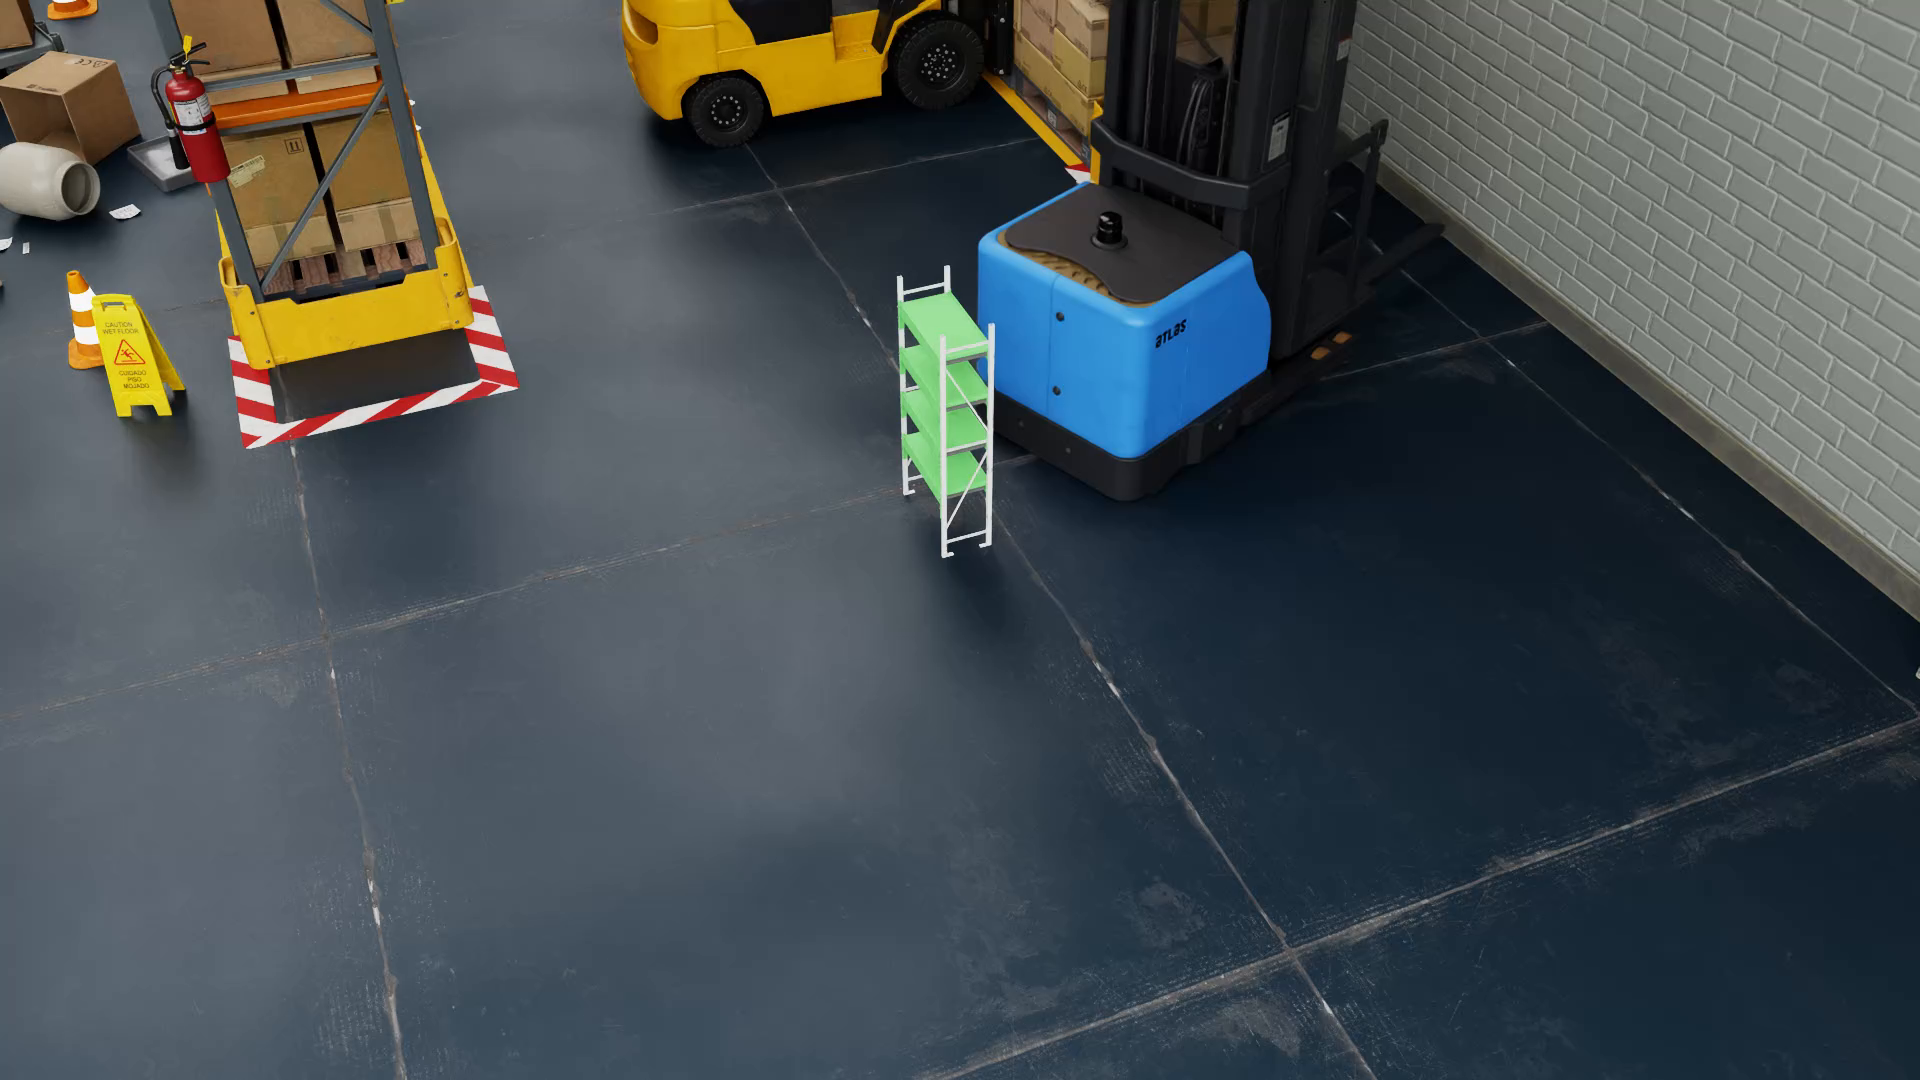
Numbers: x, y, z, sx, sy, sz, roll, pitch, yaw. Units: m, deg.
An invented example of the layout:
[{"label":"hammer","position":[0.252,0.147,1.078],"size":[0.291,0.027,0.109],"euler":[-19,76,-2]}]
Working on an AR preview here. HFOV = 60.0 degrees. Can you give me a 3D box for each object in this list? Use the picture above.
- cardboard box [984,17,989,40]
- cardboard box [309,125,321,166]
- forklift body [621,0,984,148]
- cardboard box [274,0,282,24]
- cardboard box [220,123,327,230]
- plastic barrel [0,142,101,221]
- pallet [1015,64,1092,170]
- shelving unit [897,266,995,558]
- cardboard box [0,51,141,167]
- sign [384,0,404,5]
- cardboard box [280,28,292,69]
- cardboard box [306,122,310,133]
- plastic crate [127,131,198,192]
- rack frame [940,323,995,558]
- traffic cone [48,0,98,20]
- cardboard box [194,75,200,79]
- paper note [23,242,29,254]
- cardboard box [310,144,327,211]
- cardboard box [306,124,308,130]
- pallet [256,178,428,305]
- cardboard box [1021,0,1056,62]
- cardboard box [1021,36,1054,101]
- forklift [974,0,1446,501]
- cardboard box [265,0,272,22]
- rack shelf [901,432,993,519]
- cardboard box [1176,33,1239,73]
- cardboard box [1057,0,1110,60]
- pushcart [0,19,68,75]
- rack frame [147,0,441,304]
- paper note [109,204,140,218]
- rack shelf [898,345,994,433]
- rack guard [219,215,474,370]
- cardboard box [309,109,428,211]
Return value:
[{"label":"cardboard box","position":[0.325,-3.694,11.450],"size":[0.500,0.250,0.500],"euler":[-14,43,-16]},{"label":"cardboard box","position":[-3.666,-2.526,10.092],"size":[0.500,0.250,0.500],"euler":[-12,42,-14]},{"label":"forklift body","position":[-1.031,-3.825,10.468],"size":[2.313,2.155,1.214],"euler":[-15,43,-17]},{"label":"cardboard box","position":[-3.330,-3.036,8.594],"size":[0.500,0.500,0.500],"euler":[-14,43,-16]},{"label":"cardboard box","position":[-3.752,-2.038,8.950],"size":[0.500,0.500,0.500],"euler":[-15,43,-17]},{"label":"plastic barrel","position":[-5.393,-2.109,9.797],"size":[0.512,0.421,0.421],"euler":[12,42,13]},{"label":"pallet","position":[1.049,-2.853,10.824],"size":[1.003,0.211,1.213],"euler":[-15,43,-17]},{"label":"shelving unit","position":[-0.063,-0.555,7.393],"size":[0.258,1.200,0.503],"euler":[-15,43,-17]},{"label":"cardboard box","position":[-5.582,-2.697,10.420],"size":[0.500,0.500,0.500],"euler":[12,42,13]},{"label":"sign","position":[-2.703,-2.683,7.824],"size":[0.100,0.325,0.005],"euler":[-15,43,-17]},{"label":"cardboard box","position":[-3.253,-2.529,8.502],"size":[0.380,0.149,0.250],"euler":[-14,43,-16]},{"label":"cardboard box","position":[-4.338,-2.685,10.278],"size":[0.500,0.250,0.500],"euler":[-16,43,-17]},{"label":"plastic crate","position":[-4.892,-2.372,10.365],"size":[0.402,0.080,0.583],"euler":[-31,49,-31]},{"label":"rack frame","position":[0.030,-0.408,7.222],"size":[0.240,1.200,0.015],"euler":[-15,43,-17]},{"label":"traffic cone","position":[-6.503,-4.065,12.041],"size":[0.336,0.463,0.334],"euler":[-15,43,-17]},{"label":"cardboard box","position":[-3.744,-2.421,8.376],"size":[0.380,0.149,0.250],"euler":[-16,43,-17]},{"label":"paper note","position":[-5.407,-1.691,9.627],"size":[0.032,0.001,0.123],"euler":[-15,43,-17]},{"label":"cardboard box","position":[-3.953,-2.070,9.562],"size":[0.500,0.250,0.500],"euler":[-15,43,-17]},{"label":"cardboard box","position":[-4.141,-2.657,9.670],"size":[0.500,0.500,0.500],"euler":[-16,43,-18]},{"label":"pallet","position":[-3.512,-1.706,9.491],"size":[1.003,0.211,1.213],"euler":[-15,43,-17]},{"label":"cardboard box","position":[0.723,-3.286,10.593],"size":[0.500,0.250,0.500],"euler":[-16,43,-17]},{"label":"cardboard box","position":[0.727,-3.083,10.740],"size":[0.500,0.250,0.500],"euler":[-15,43,-17]},{"label":"forklift","position":[1.453,-2.157,7.929],"size":[1.130,2.935,3.031],"euler":[32,50,32]},{"label":"cardboard box","position":[-3.854,-2.931,8.472],"size":[0.500,0.500,0.500],"euler":[-15,43,-17]},{"label":"rack shelf","position":[-0.063,-0.324,7.592],"size":[0.258,0.148,0.480],"euler":[-15,43,-17]},{"label":"cardboard box","position":[1.392,-3.101,10.378],"size":[0.500,0.250,0.500],"euler":[-14,43,-16]},{"label":"cardboard box","position":[0.916,-3.156,10.057],"size":[0.500,0.250,0.500],"euler":[-14,43,-15]},{"label":"pushcart","position":[-6.822,-3.036,10.910],"size":[1.648,0.377,0.936],"euler":[-31,49,-31]},{"label":"rack frame","position":[-3.204,-2.220,7.949],"size":[1.000,3.000,0.127],"euler":[-15,43,-17]},{"label":"paper note","position":[-4.984,-1.962,9.926],"size":[0.142,0.019,0.148],"euler":[-31,49,-31]},{"label":"rack shelf","position":[-0.063,-0.688,7.279],"size":[0.258,0.148,0.480],"euler":[-15,43,-17]},{"label":"rack guard","position":[-3.233,-1.318,8.817],"size":[1.175,0.500,0.348],"euler":[-15,43,-17]},{"label":"cardboard box","position":[-3.267,-2.190,9.126],"size":[0.500,0.500,0.500],"euler":[-16,43,-18]}]
